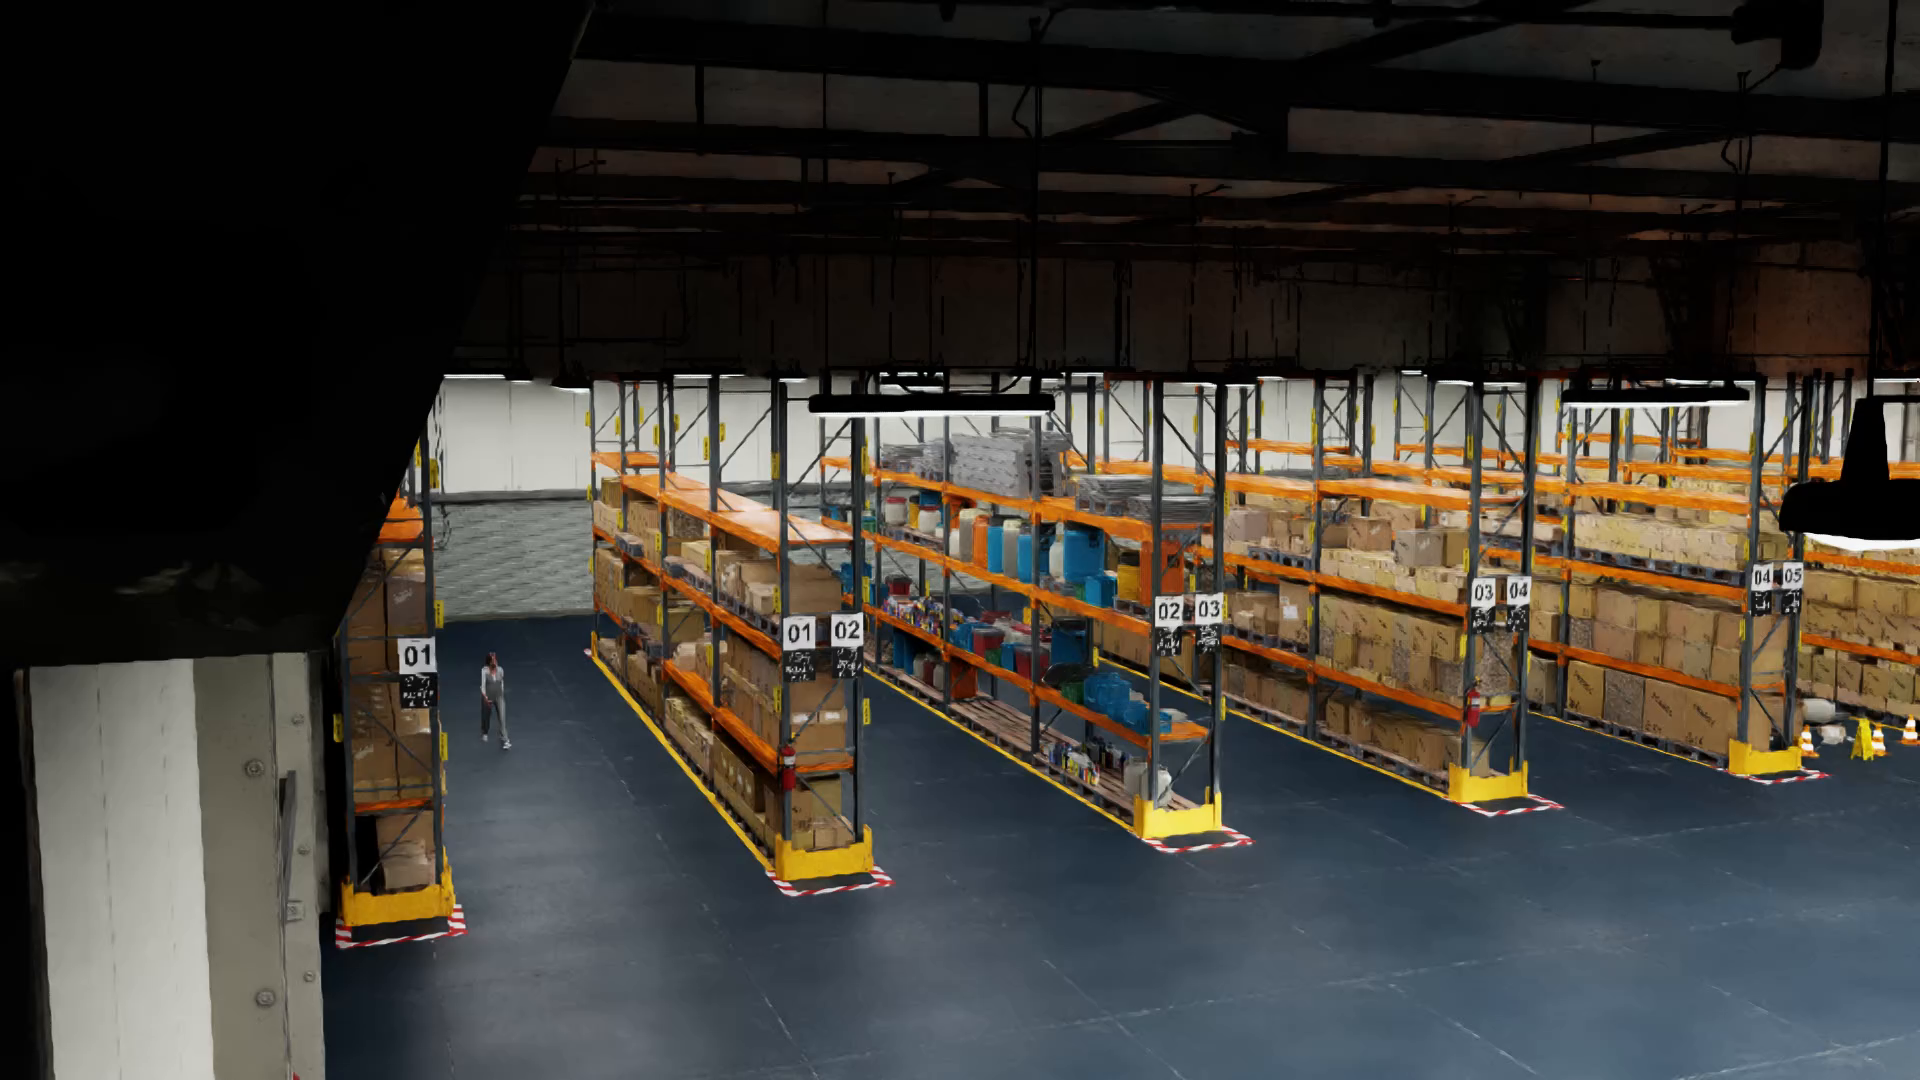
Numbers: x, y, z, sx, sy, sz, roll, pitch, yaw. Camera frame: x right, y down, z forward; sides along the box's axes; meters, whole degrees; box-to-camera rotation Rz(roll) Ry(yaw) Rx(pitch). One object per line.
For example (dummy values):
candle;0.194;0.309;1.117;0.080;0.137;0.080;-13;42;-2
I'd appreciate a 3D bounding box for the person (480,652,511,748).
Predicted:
person;-7.555;2.561;26.859;0.411;1.531;0.946;-3;7;-29

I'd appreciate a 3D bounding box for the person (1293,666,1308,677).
person;6.472;1.950;31.160;0.477;1.789;0.634;-5;8;-40
